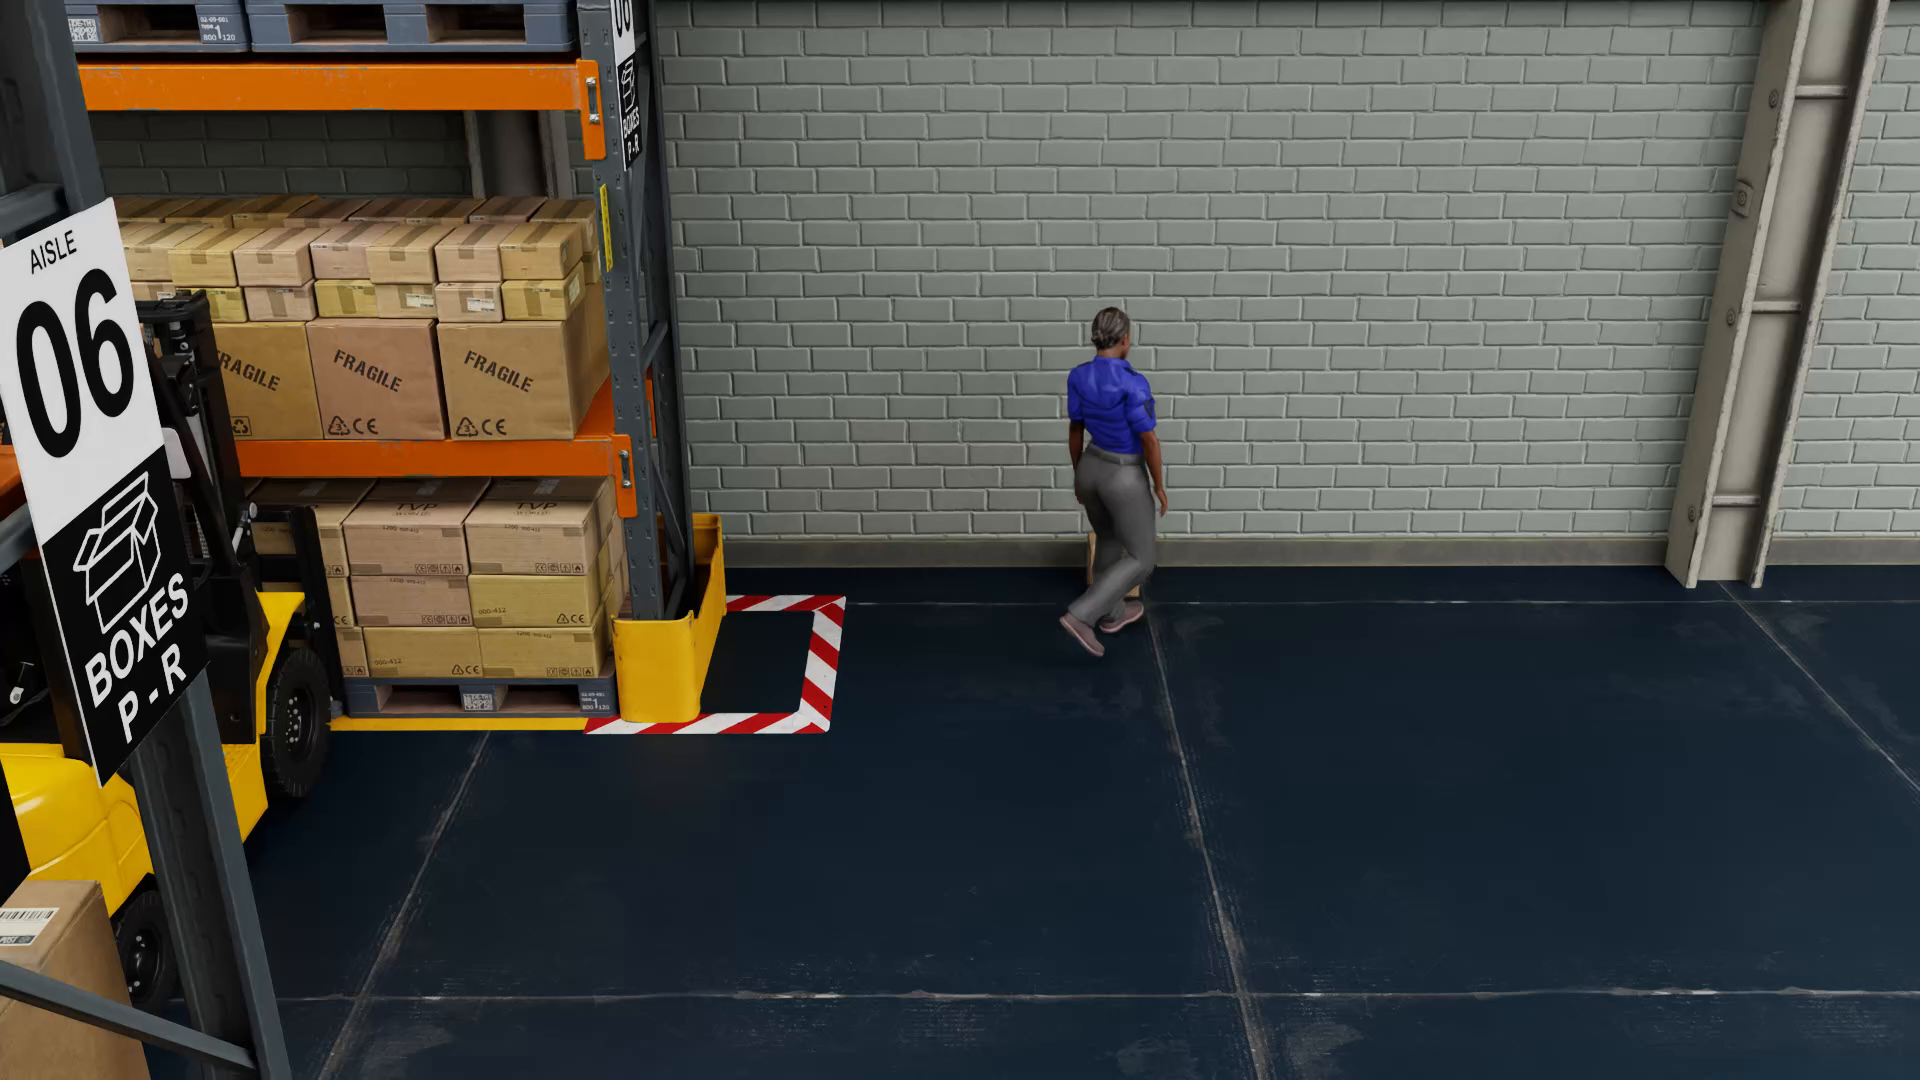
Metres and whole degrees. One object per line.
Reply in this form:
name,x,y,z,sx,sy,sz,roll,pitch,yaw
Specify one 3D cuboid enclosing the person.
person,0.690,-0.253,7.656,0.721,1.631,0.485,-21,32,-38
